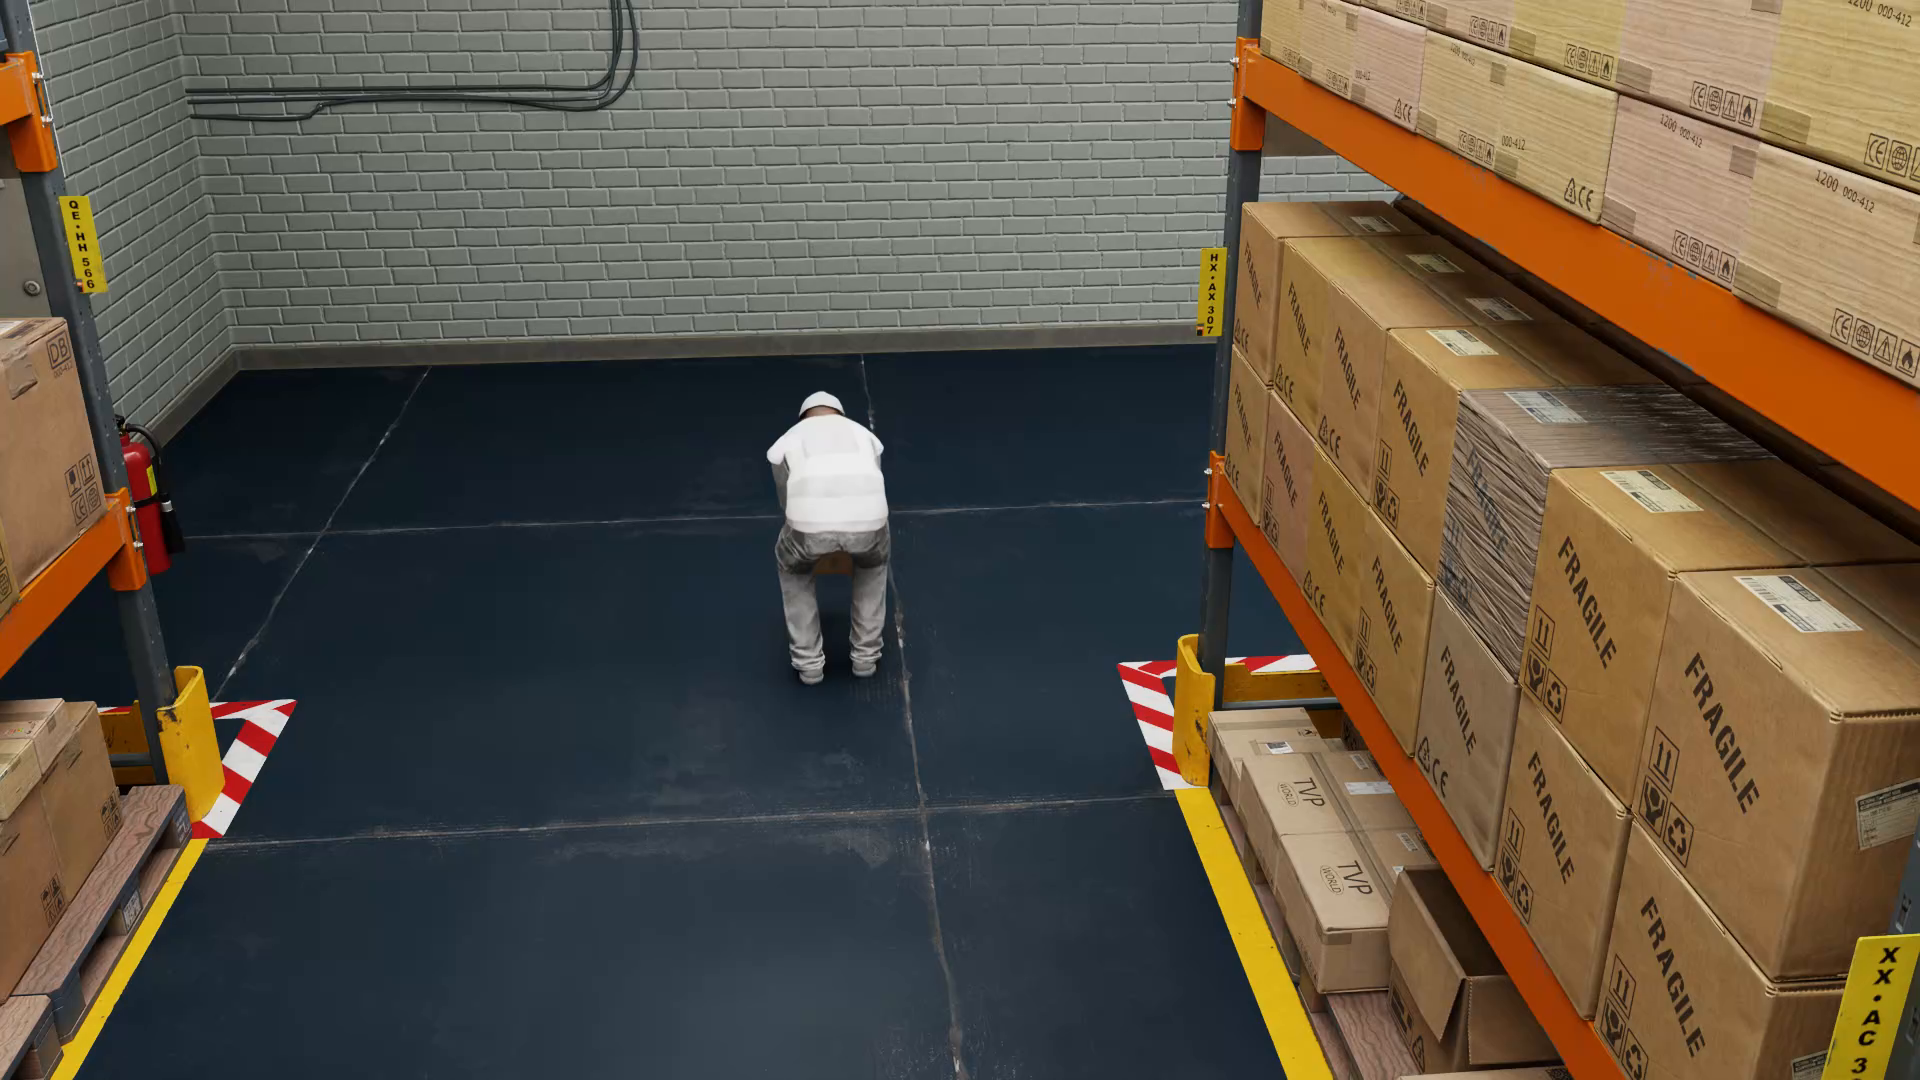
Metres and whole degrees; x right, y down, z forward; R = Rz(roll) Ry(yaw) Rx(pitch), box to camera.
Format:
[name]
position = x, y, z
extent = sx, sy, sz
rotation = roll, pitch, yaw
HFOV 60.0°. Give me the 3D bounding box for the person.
[person]
position = -0.578, -0.005, 7.410
extent = 0.520, 1.124, 0.974
rotation = -3, 24, -8
